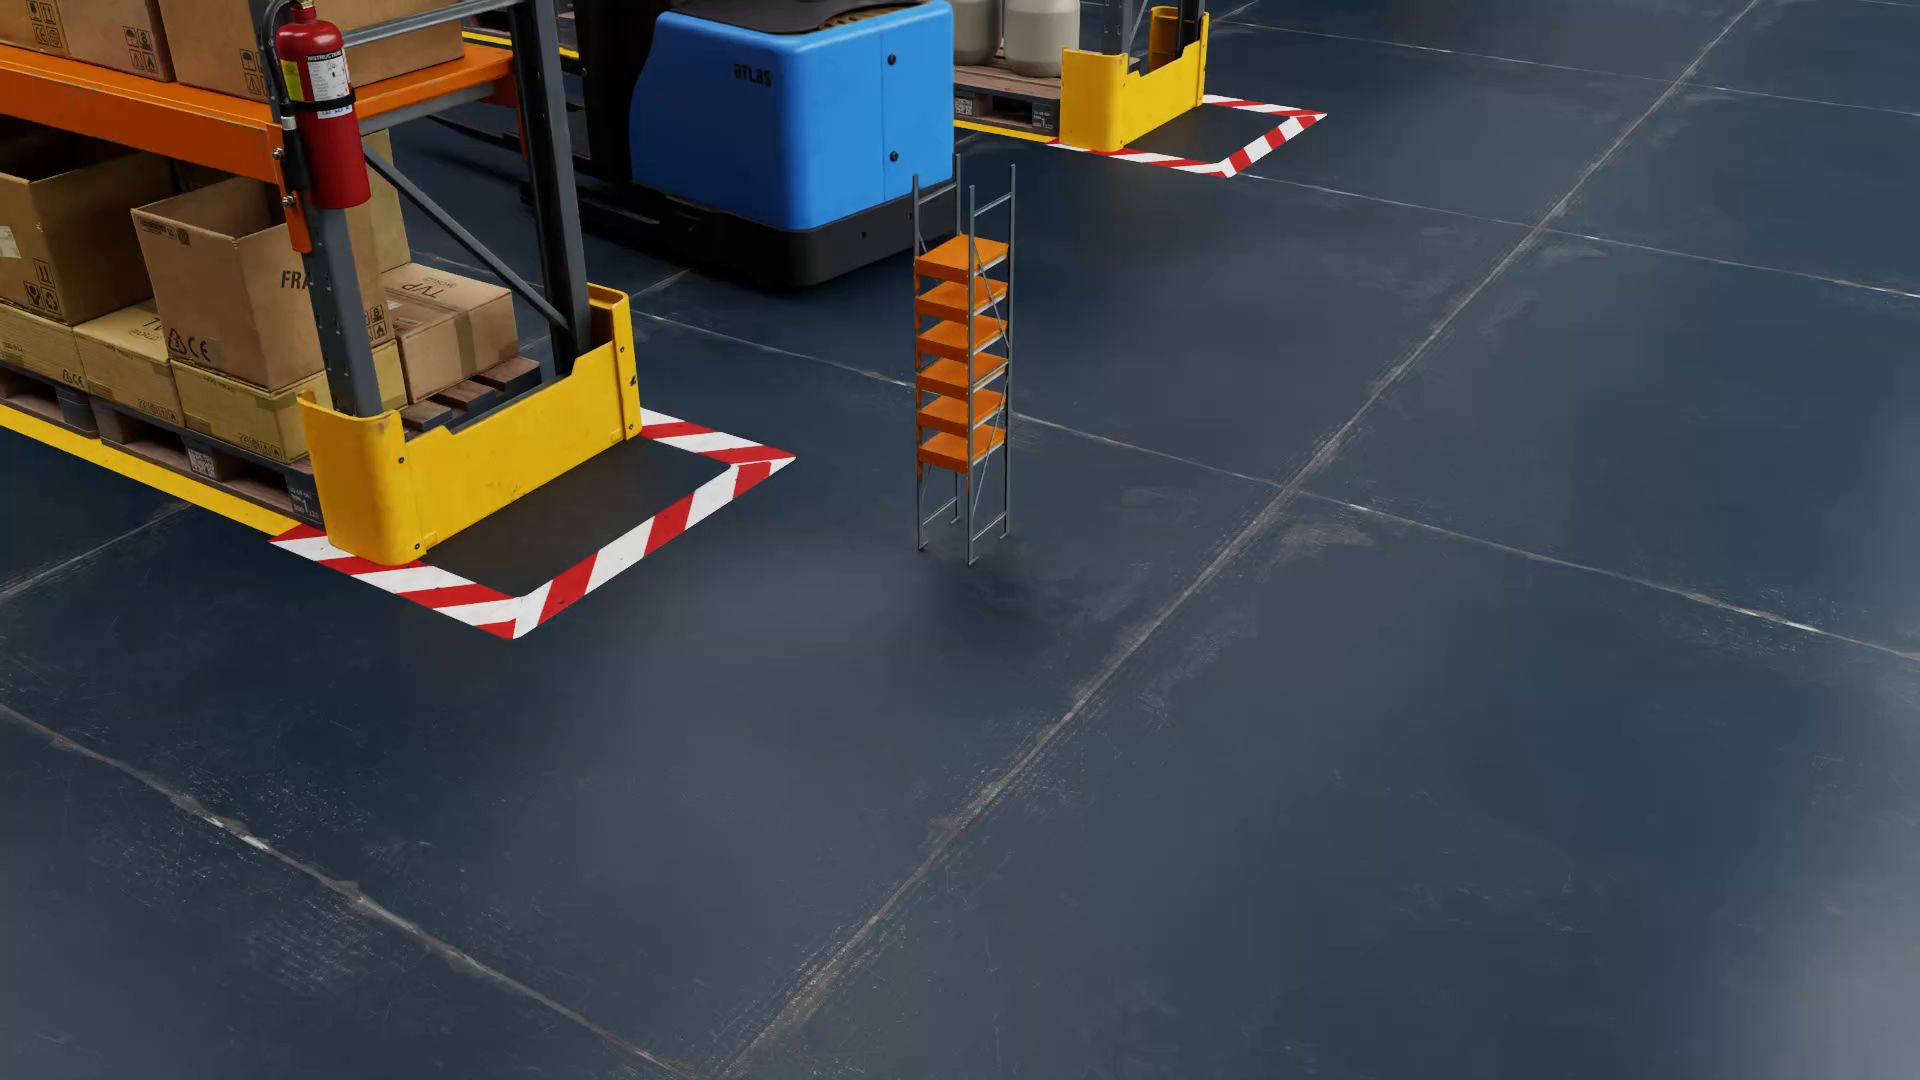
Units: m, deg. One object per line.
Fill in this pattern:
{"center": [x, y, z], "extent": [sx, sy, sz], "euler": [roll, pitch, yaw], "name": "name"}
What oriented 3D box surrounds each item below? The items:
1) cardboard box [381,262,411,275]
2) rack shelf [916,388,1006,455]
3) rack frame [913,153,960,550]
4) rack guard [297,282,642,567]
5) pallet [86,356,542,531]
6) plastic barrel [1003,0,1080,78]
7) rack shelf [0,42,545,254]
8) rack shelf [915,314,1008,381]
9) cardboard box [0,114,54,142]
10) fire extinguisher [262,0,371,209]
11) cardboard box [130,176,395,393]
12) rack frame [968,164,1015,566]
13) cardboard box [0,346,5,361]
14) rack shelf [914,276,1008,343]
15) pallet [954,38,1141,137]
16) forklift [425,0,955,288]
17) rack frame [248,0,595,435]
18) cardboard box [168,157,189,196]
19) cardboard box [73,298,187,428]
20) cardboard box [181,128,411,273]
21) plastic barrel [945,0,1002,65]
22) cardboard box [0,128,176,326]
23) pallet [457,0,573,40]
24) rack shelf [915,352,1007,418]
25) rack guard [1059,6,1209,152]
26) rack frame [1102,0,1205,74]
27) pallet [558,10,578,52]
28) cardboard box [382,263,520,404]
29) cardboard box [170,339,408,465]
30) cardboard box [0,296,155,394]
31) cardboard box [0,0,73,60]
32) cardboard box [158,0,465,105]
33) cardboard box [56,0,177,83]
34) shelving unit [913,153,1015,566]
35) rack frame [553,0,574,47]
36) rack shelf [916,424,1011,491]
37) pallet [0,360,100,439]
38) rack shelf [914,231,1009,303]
{"center": [-2.346, -0.868, 6.073], "extent": [0.500, 0.250, 0.500], "euler": [18, 35, 27], "name": "cardboard box"}
{"center": [0.012, -0.372, 5.024], "extent": [0.180, 0.103, 0.258], "euler": [18, 35, 27], "name": "rack shelf"}
{"center": [-0.065, -0.539, 4.983], "extent": [0.006, 1.200, 0.240], "euler": [18, 35, 27], "name": "rack frame"}
{"center": [-1.565, -0.417, 5.469], "extent": [0.348, 0.500, 1.175], "euler": [18, 35, 27], "name": "rack guard"}
{"center": [-2.255, -0.486, 5.873], "extent": [1.213, 0.211, 1.003], "euler": [18, 35, 27], "name": "pallet"}
{"center": [0.454, -2.867, 9.239], "extent": [0.421, 0.512, 0.421], "euler": [0, 30, 0], "name": "plastic barrel"}
{"center": [-3.279, -1.728, 5.950], "extent": [4.000, 0.370, 1.077], "euler": [18, 35, 27], "name": "rack shelf"}
{"center": [0.012, -0.580, 4.903], "extent": [0.180, 0.103, 0.258], "euler": [18, 35, 27], "name": "rack shelf"}
{"center": [-3.475, -1.234, 5.956], "extent": [0.500, 0.500, 0.500], "euler": [18, 35, 27], "name": "cardboard box"}
{"center": [-1.732, -1.240, 4.475], "extent": [0.183, 0.674, 0.296], "euler": [18, 35, 27], "name": "fire extinguisher"}
{"center": [-2.197, -0.837, 5.277], "extent": [0.500, 0.500, 0.500], "euler": [18, 35, 27], "name": "cardboard box"}
{"center": [0.090, -0.490, 4.899], "extent": [0.006, 1.200, 0.240], "euler": [18, 35, 27], "name": "rack frame"}
{"center": [-3.473, -0.911, 6.147], "extent": [0.500, 0.250, 0.500], "euler": [18, 35, 27], "name": "cardboard box"}
{"center": [0.012, -0.683, 4.842], "extent": [0.180, 0.103, 0.258], "euler": [18, 35, 27], "name": "rack shelf"}
{"center": [0.277, -2.632, 9.552], "extent": [1.213, 0.211, 1.003], "euler": [18, 35, 27], "name": "pallet"}
{"center": [-1.456, -2.934, 7.370], "extent": [3.031, 2.935, 1.130], "euler": [24, 38, 34], "name": "forklift"}
{"center": [-1.585, -1.503, 4.850], "extent": [0.127, 3.000, 1.000], "euler": [18, 35, 27], "name": "rack frame"}
{"center": [-2.776, -1.321, 6.105], "extent": [0.500, 0.500, 0.500], "euler": [18, 35, 27], "name": "cardboard box"}
{"center": [-2.626, -0.643, 5.688], "extent": [0.500, 0.250, 0.500], "euler": [18, 35, 27], "name": "cardboard box"}
{"center": [-2.345, -1.193, 5.885], "extent": [0.500, 0.500, 0.500], "euler": [18, 35, 27], "name": "cardboard box"}
{"center": [0.029, -3.001, 9.470], "extent": [0.421, 0.512, 0.421], "euler": [0, 30, 0], "name": "plastic barrel"}
{"center": [-3.052, -1.099, 5.725], "extent": [0.500, 0.500, 0.500], "euler": [18, 35, 27], "name": "cardboard box"}
{"center": [-3.022, -3.677, 11.344], "extent": [1.213, 0.211, 1.003], "euler": [18, 35, 27], "name": "pallet"}
{"center": [0.012, -0.476, 4.963], "extent": [0.180, 0.103, 0.258], "euler": [18, 35, 27], "name": "rack shelf"}
{"center": [0.962, -2.537, 9.102], "extent": [0.348, 0.500, 1.175], "euler": [18, 35, 27], "name": "rack guard"}
{"center": [1.052, -3.616, 8.472], "extent": [0.127, 3.000, 1.000], "euler": [18, 35, 27], "name": "rack frame"}
{"center": [-1.790, -3.286, 10.673], "extent": [1.213, 0.211, 1.003], "euler": [18, 35, 27], "name": "pallet"}
{"center": [-1.921, -0.736, 5.846], "extent": [0.500, 0.250, 0.500], "euler": [18, 35, 27], "name": "cardboard box"}
{"center": [-2.196, -0.514, 5.467], "extent": [0.500, 0.250, 0.500], "euler": [18, 35, 27], "name": "cardboard box"}
{"center": [-3.051, -0.776, 5.916], "extent": [0.500, 0.250, 0.500], "euler": [18, 35, 27], "name": "cardboard box"}
{"center": [-2.838, -1.951, 5.518], "extent": [0.500, 0.500, 0.700], "euler": [18, 35, 28], "name": "cardboard box"}
{"center": [-1.974, -1.677, 5.048], "extent": [0.500, 0.500, 0.700], "euler": [18, 35, 27], "name": "cardboard box"}
{"center": [-2.421, -1.816, 5.286], "extent": [0.500, 0.500, 0.700], "euler": [19, 35, 29], "name": "cardboard box"}
{"center": [0.012, -0.514, 4.941], "extent": [0.189, 1.200, 0.258], "euler": [18, 35, 27], "name": "shelving unit"}
{"center": [-2.336, -4.688, 10.309], "extent": [0.127, 3.000, 1.000], "euler": [18, 35, 27], "name": "rack frame"}
{"center": [0.012, -0.269, 5.084], "extent": [0.180, 0.103, 0.258], "euler": [18, 35, 27], "name": "rack shelf"}
{"center": [-3.284, -0.813, 6.434], "extent": [1.213, 0.211, 1.003], "euler": [18, 35, 27], "name": "pallet"}
{"center": [0.012, -0.787, 4.782], "extent": [0.180, 0.103, 0.258], "euler": [18, 35, 27], "name": "rack shelf"}
